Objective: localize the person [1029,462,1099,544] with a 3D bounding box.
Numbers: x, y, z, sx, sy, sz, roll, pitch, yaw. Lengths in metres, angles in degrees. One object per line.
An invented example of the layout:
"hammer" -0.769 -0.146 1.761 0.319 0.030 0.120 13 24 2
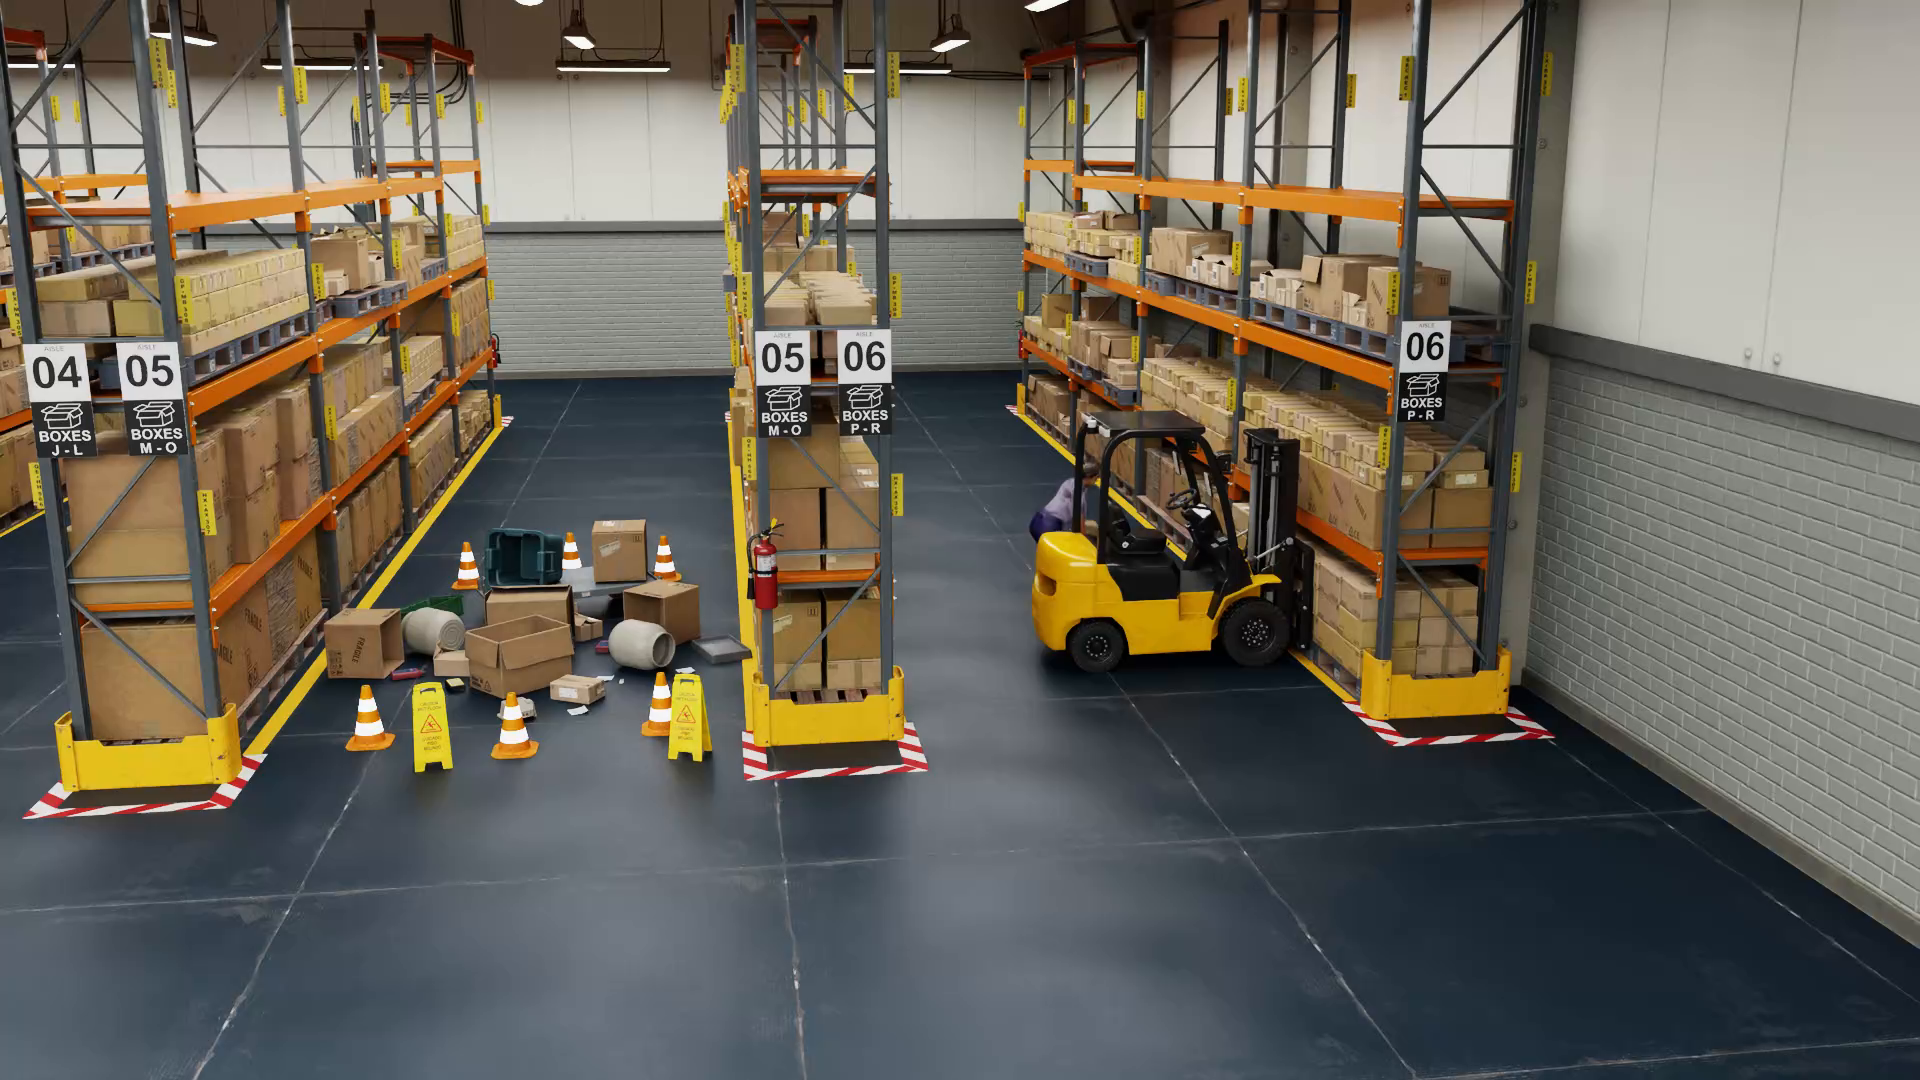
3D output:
"person" 1.042 -0.032 16.535 0.684 1.482 0.450 -2 13 -10
